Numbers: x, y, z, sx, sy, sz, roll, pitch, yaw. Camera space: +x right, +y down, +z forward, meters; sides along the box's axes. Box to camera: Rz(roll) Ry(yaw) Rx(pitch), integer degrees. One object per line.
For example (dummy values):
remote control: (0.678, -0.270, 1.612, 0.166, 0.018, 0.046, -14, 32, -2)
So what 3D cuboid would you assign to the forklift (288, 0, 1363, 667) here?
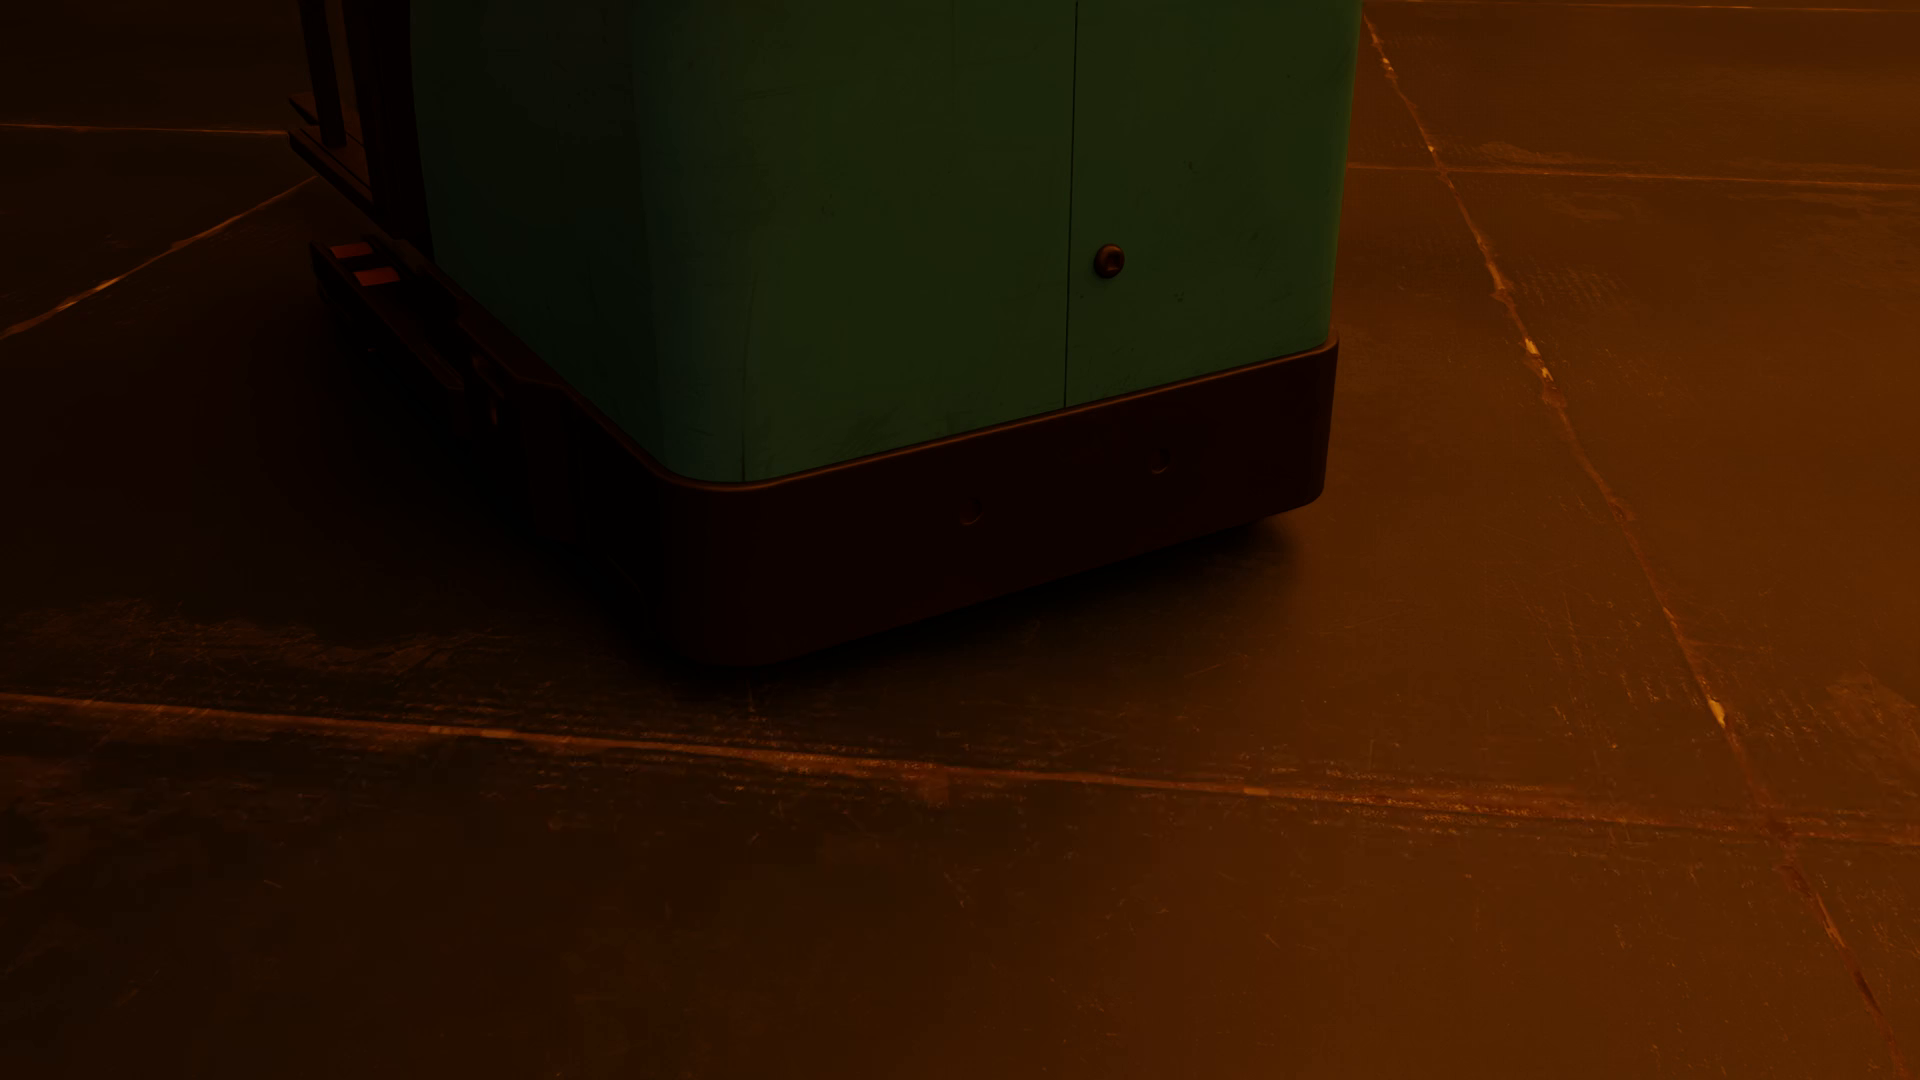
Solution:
forklift: (-0.654, -1.772, 2.768, 1.130, 2.935, 3.031, -15, 30, -28)
